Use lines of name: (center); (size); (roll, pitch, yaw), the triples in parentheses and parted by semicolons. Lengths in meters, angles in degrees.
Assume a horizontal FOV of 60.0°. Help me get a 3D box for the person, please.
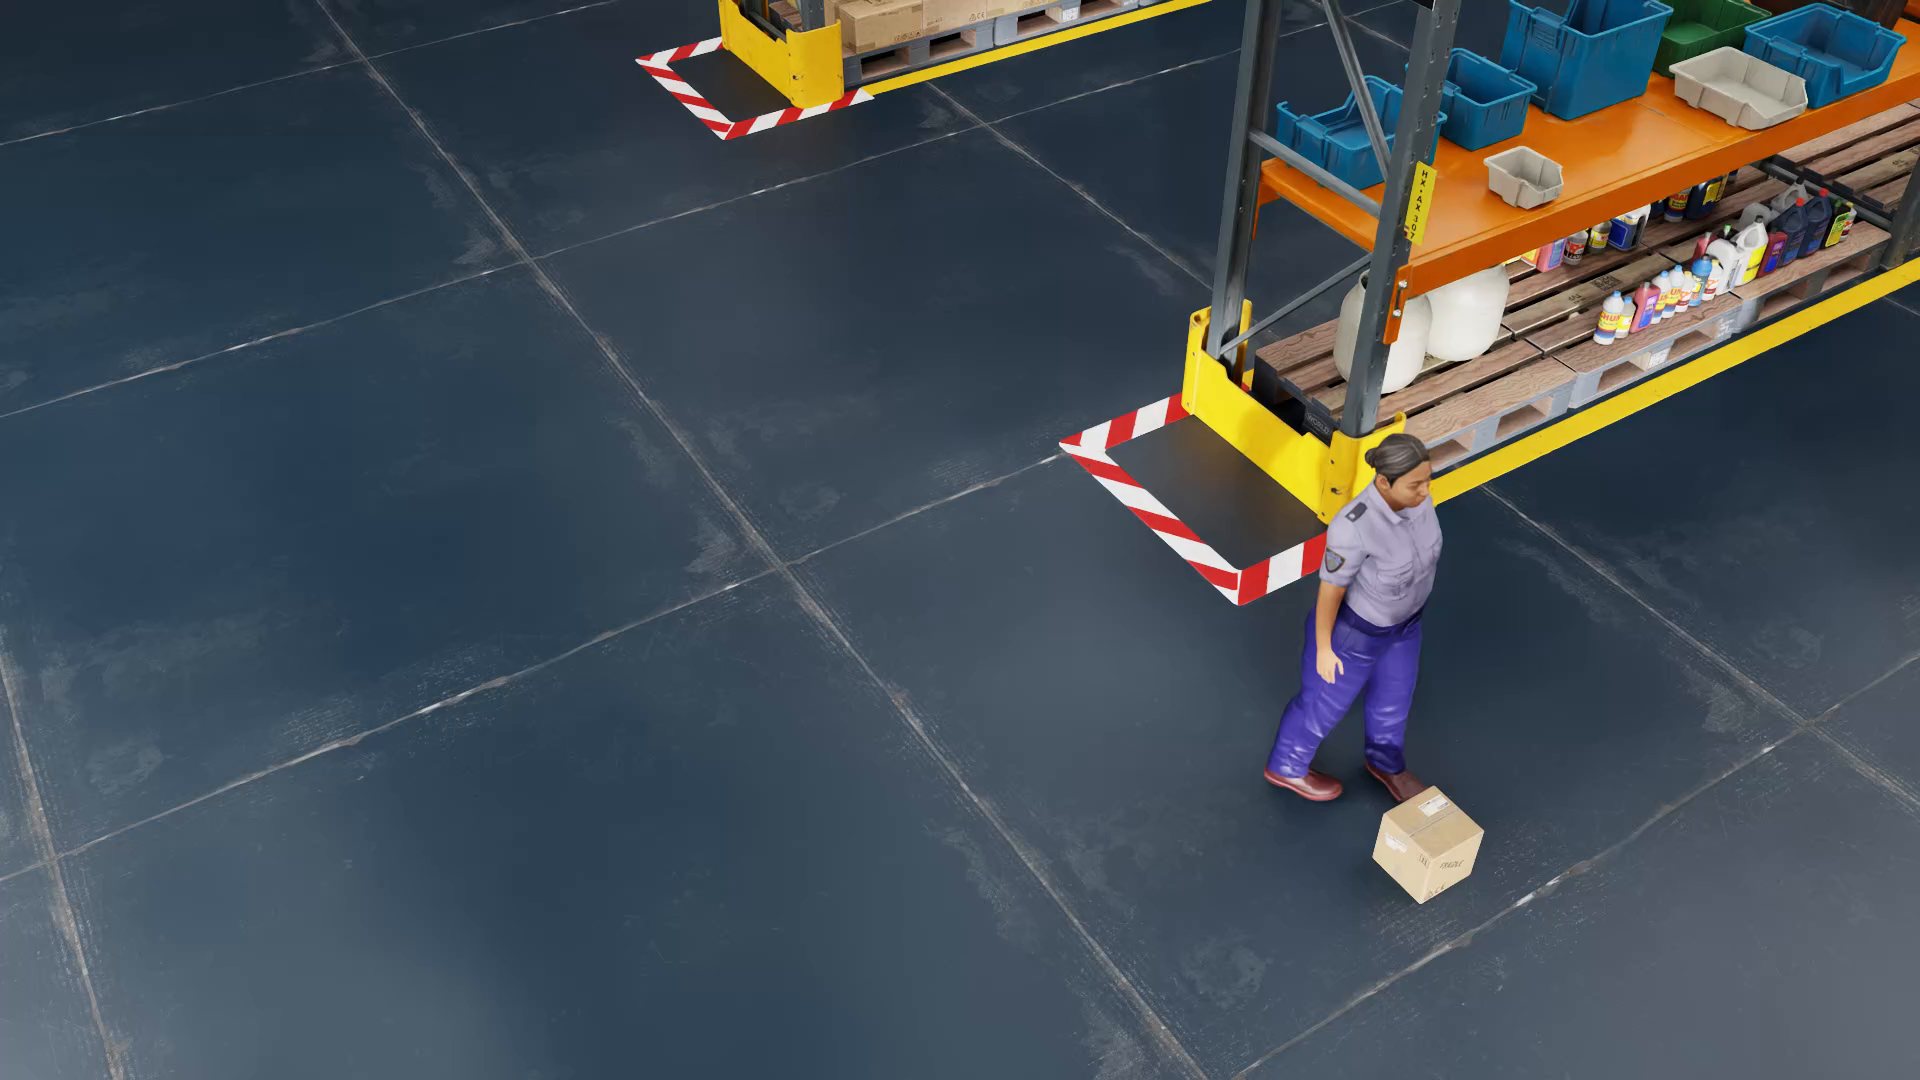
person: (1.478, 0.325, 5.793); (0.492, 1.648, 0.547); (-31, 50, -31)
